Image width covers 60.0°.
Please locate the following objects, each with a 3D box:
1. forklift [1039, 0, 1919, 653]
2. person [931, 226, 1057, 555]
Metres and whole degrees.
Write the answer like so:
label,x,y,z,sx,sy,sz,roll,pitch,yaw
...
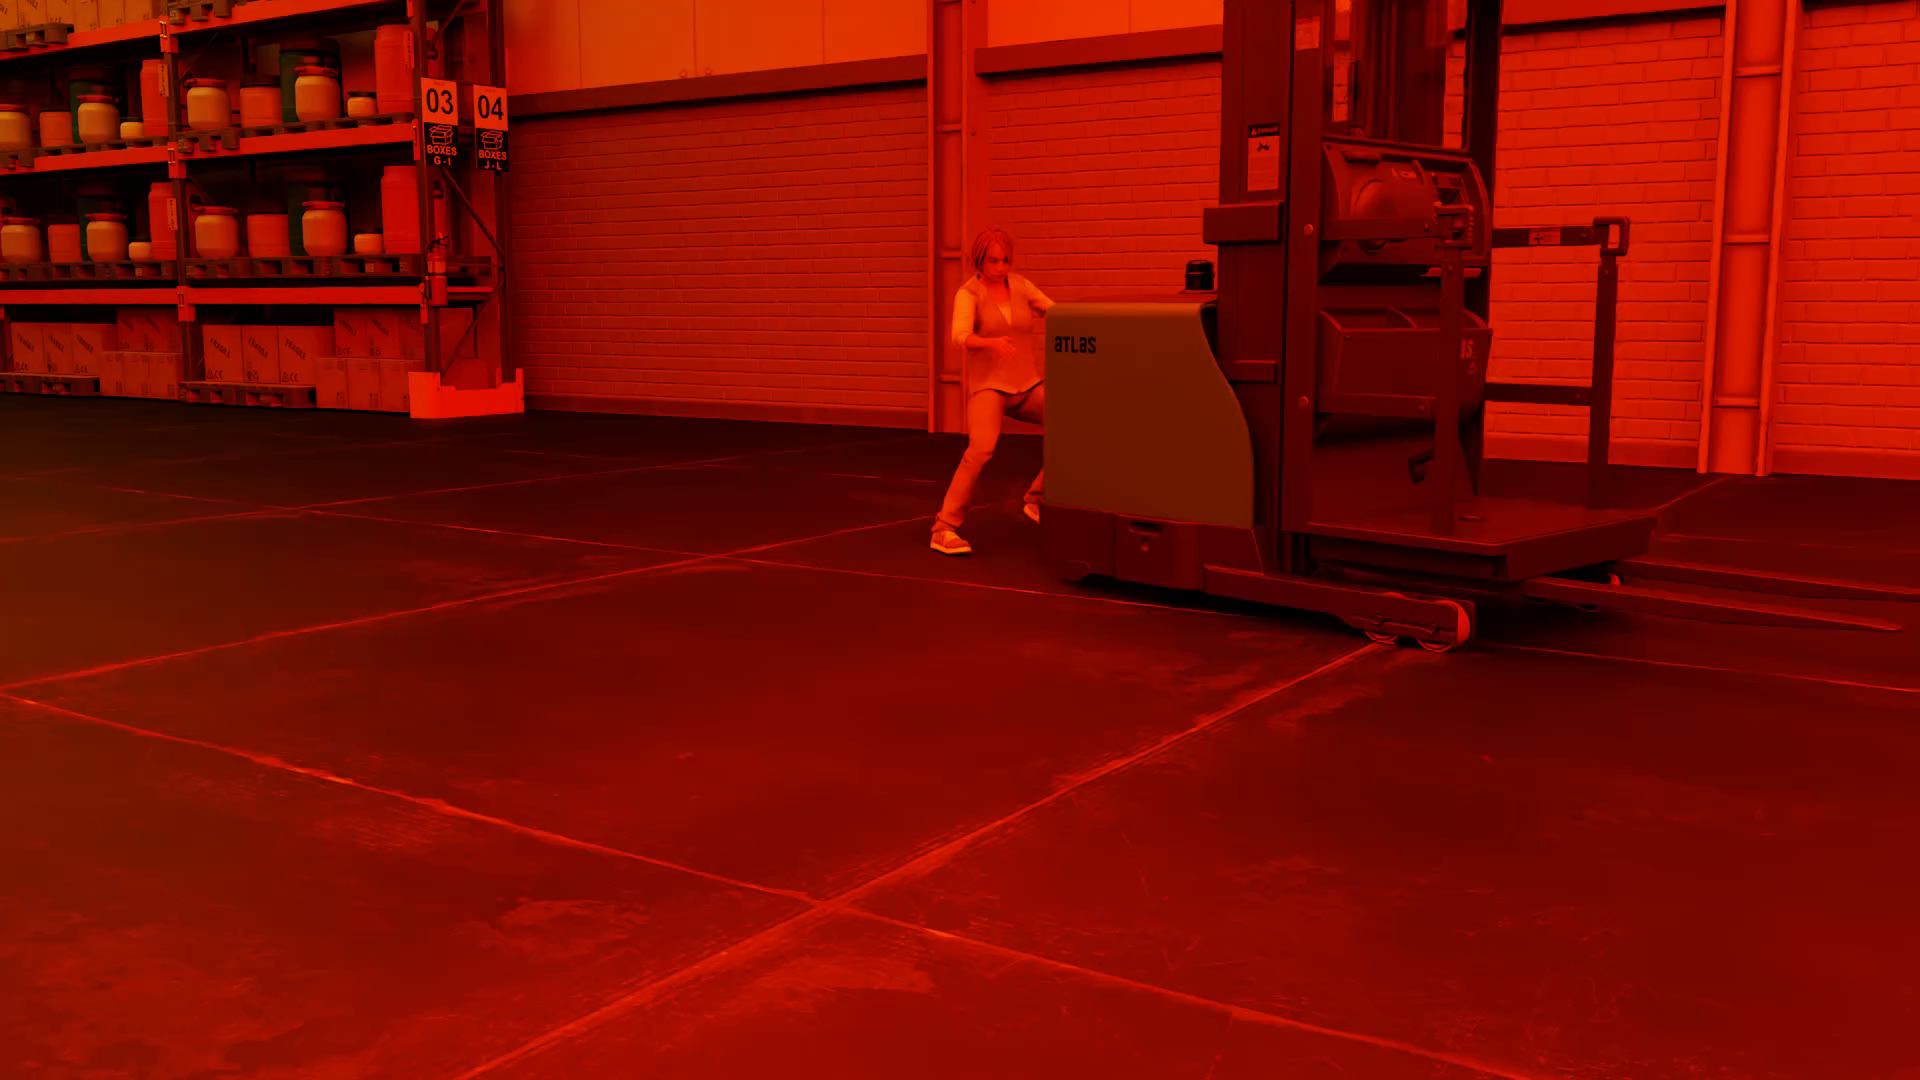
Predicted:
label,x,y,z,sx,sy,sz,roll,pitch,yaw
forklift,1.674,-1.183,5.510,1.130,2.935,3.031,-7,11,-42
person,0.263,-0.603,7.296,0.823,1.275,0.680,-4,9,-25
